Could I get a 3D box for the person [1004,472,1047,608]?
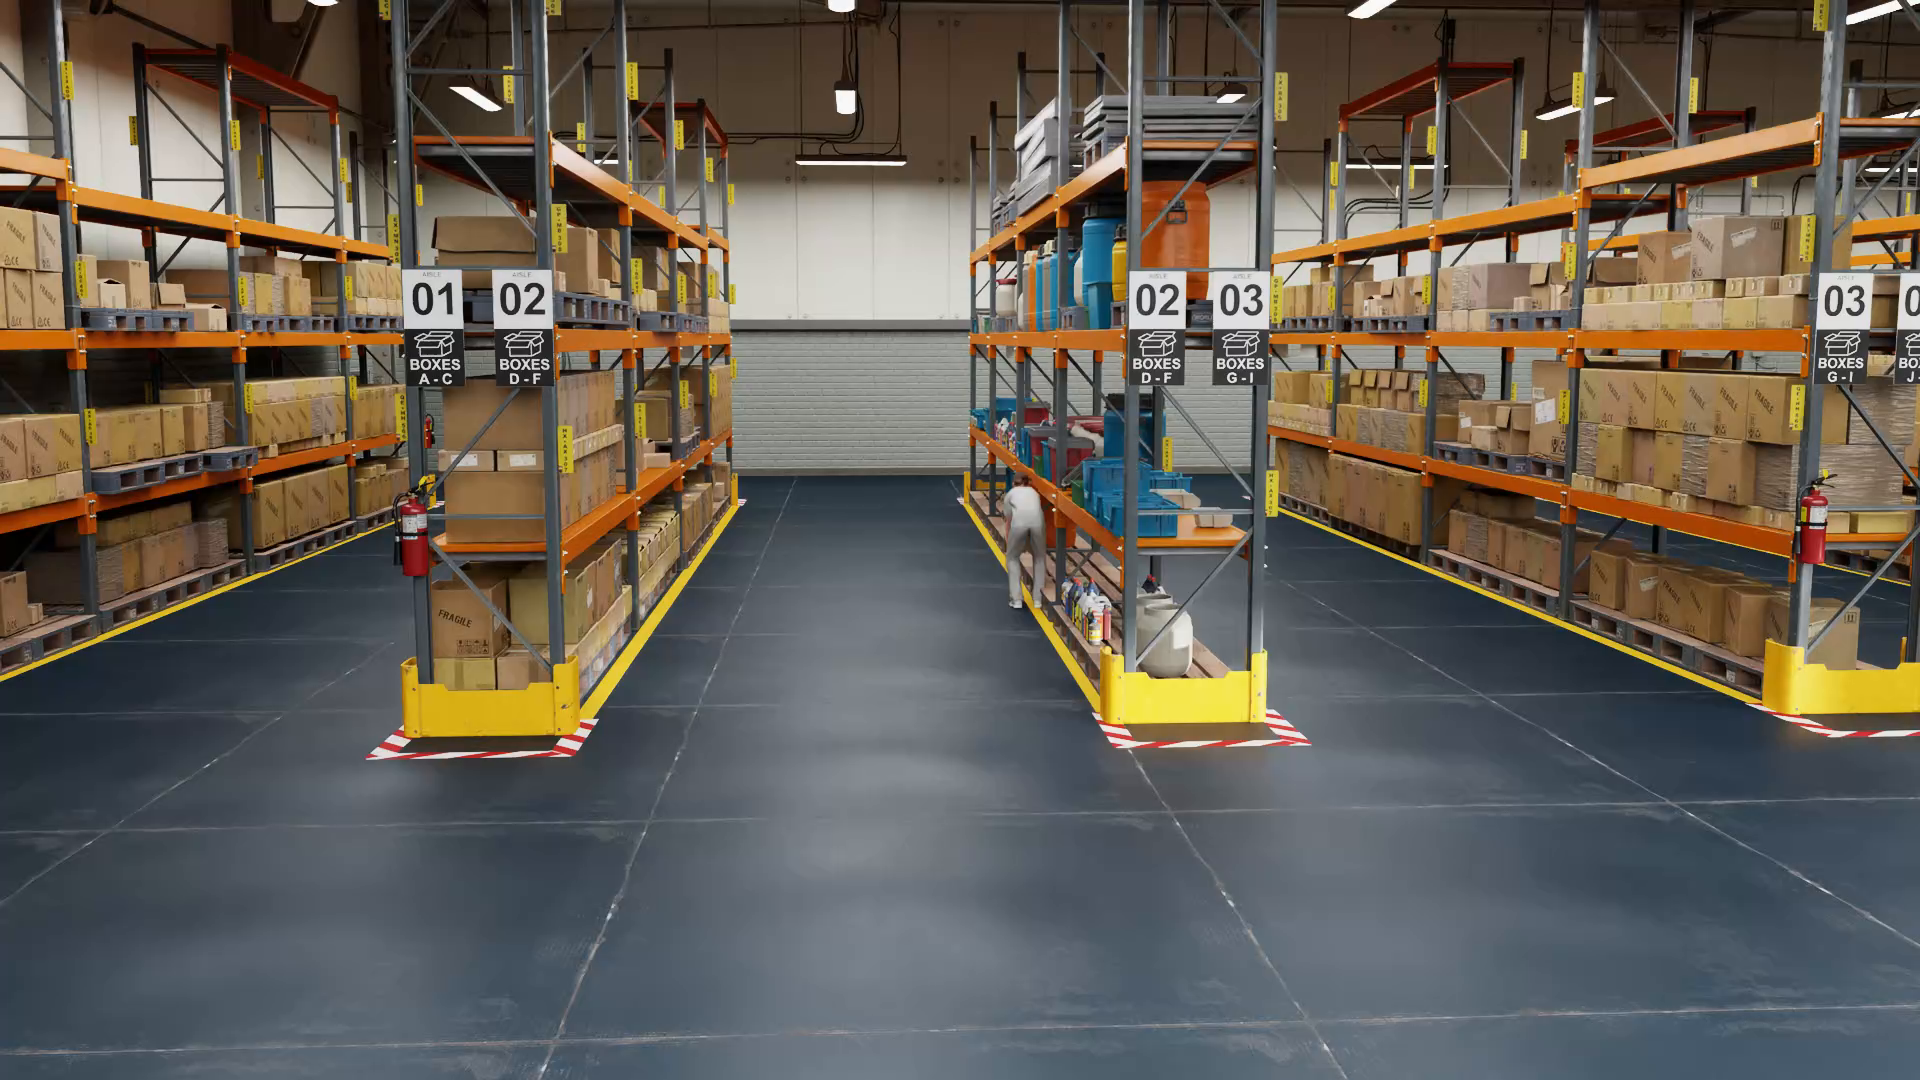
[{"bbox_3d":[0.668,-0.007,17.149,0.419,1.356,0.783,-1,7,-5],"label":"person"}]
